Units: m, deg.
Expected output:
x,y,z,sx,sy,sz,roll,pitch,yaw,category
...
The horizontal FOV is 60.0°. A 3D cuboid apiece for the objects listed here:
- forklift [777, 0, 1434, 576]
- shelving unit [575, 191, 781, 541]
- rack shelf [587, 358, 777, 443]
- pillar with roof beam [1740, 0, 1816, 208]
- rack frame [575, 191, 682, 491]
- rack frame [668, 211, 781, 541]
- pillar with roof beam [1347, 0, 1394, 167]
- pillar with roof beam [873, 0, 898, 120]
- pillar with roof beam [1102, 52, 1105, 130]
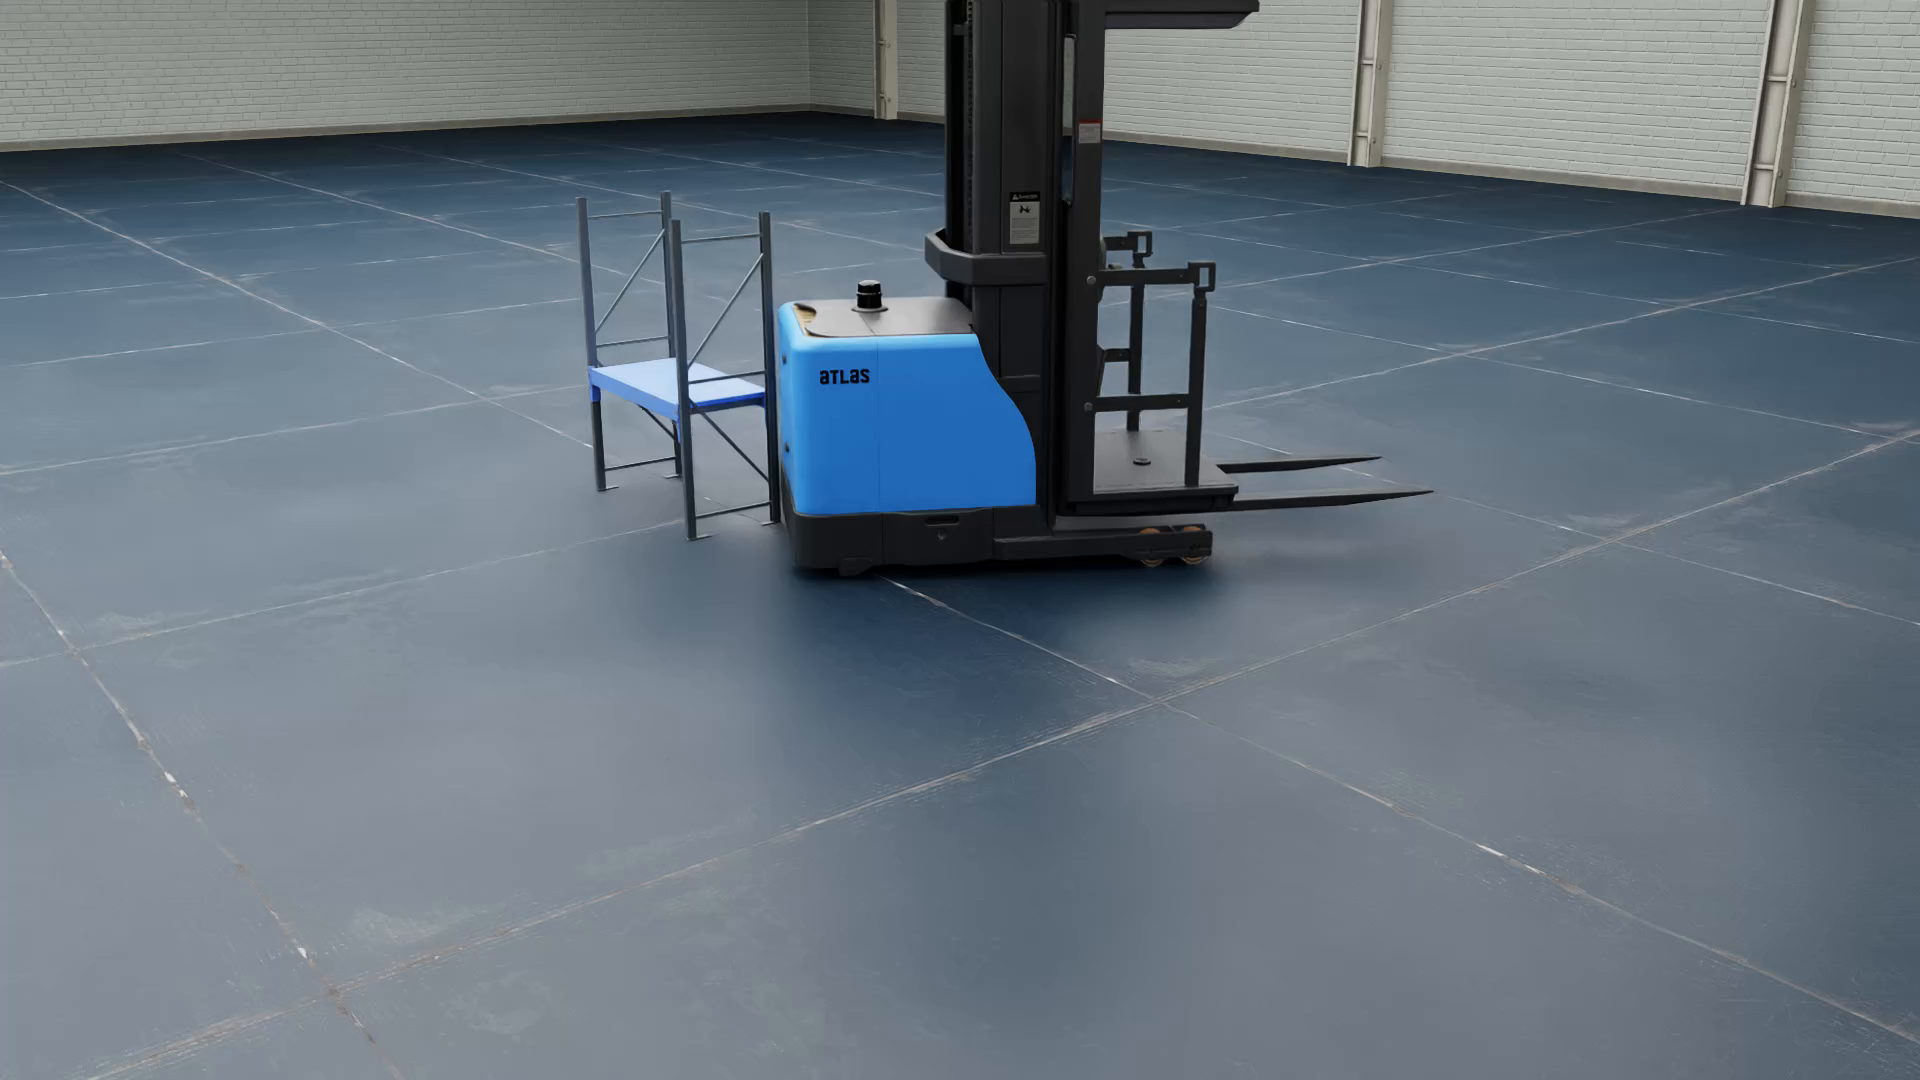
x,y,z,sx,sy,sz,roll,pitch,yaw,category
0.693,-1.435,7.534,3.031,2.935,1.130,-3,19,-9,forklift
-1.383,-0.884,8.147,0.538,1.500,1.048,-13,22,-34,shelving unit
-1.383,-0.713,8.203,0.538,0.185,1.000,-13,22,-34,rack shelf
6.318,-7.478,16.132,9.100,9.000,0.400,-14,23,-36,pillar with roof beam
-1.680,-1.014,8.538,0.500,1.500,0.032,-13,22,-34,rack frame
-1.086,-0.755,7.755,0.500,1.500,0.032,-13,22,-34,rack frame
2.592,-8.957,20.597,9.100,9.000,0.400,-14,23,-36,pillar with roof beam
-4.858,-11.914,29.526,9.100,9.000,0.400,-14,23,-36,pillar with roof beam
-1.133,-10.435,25.062,9.100,9.000,0.400,-14,23,-36,pillar with roof beam
